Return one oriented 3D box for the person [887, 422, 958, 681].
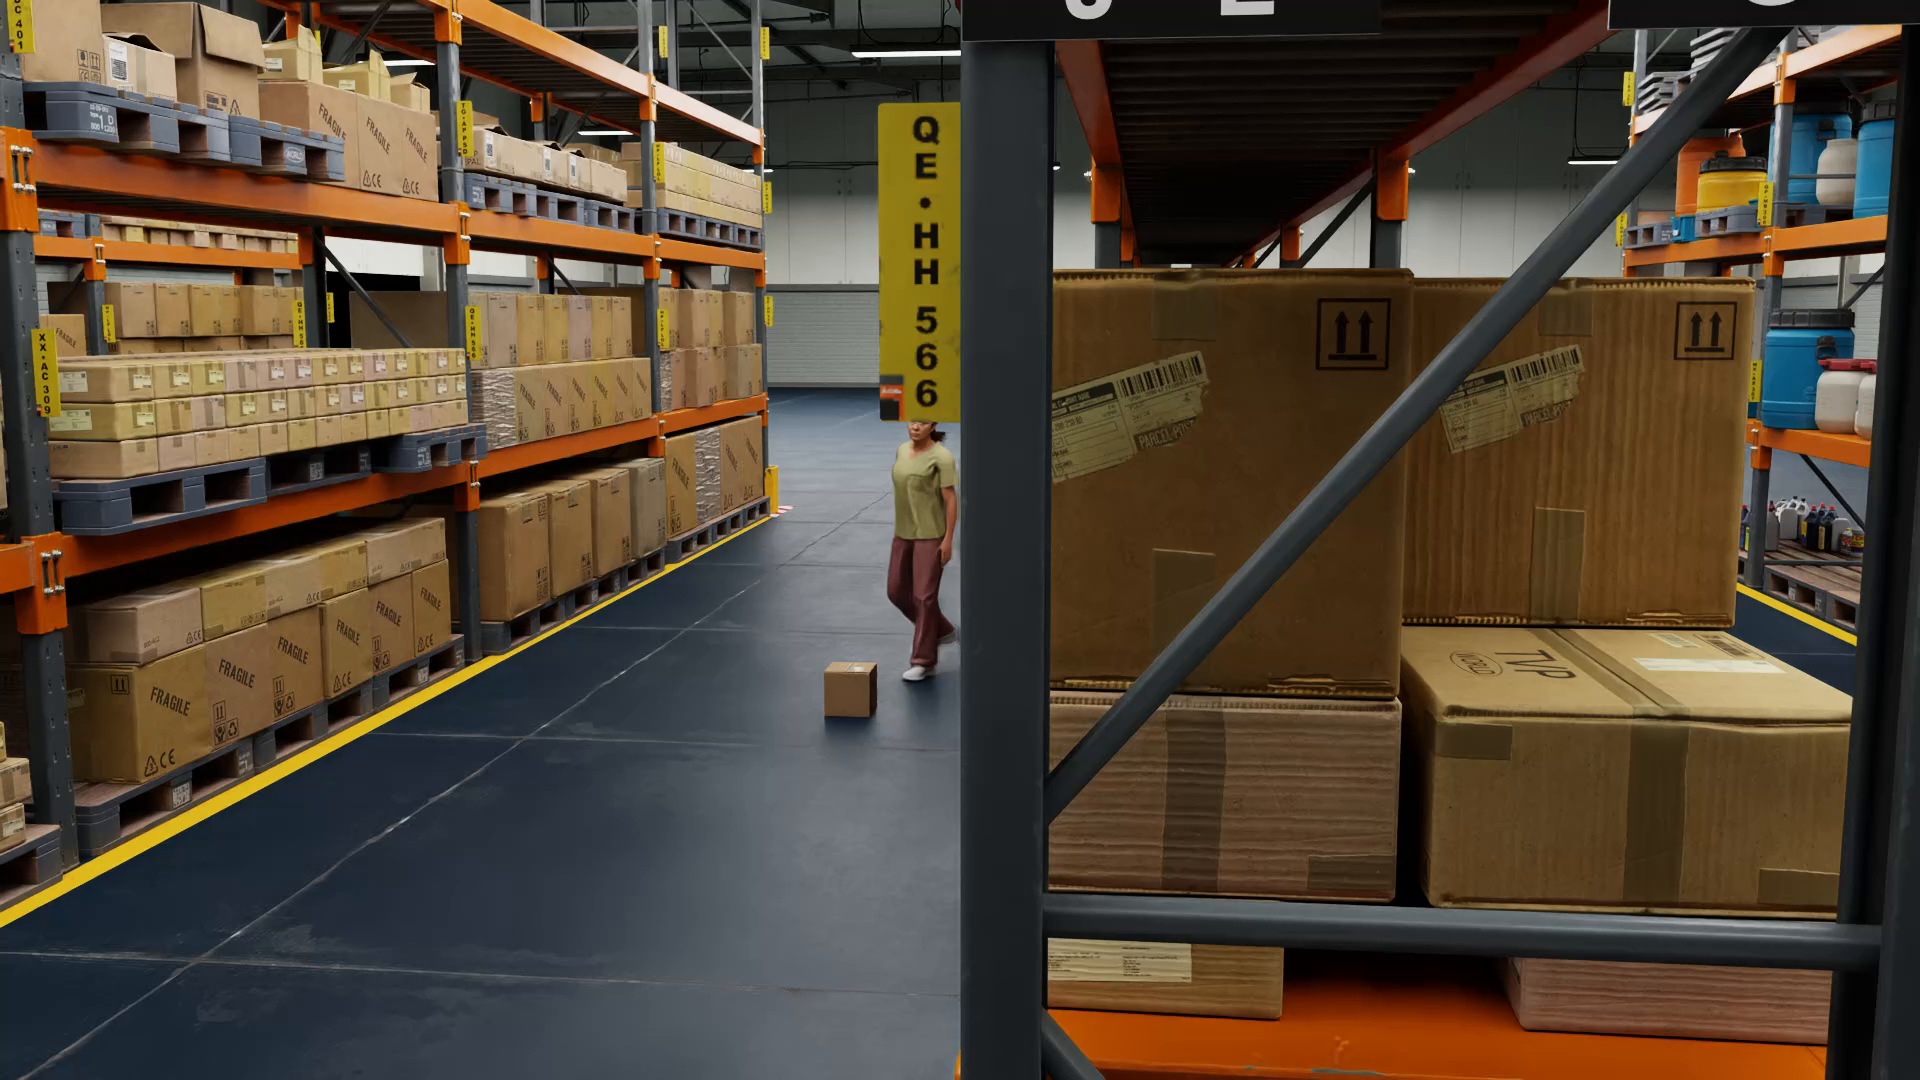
[{"bbox_3d":[-0.180,-0.017,9.921,0.504,1.669,0.581,7,10,43],"label":"person"}]
